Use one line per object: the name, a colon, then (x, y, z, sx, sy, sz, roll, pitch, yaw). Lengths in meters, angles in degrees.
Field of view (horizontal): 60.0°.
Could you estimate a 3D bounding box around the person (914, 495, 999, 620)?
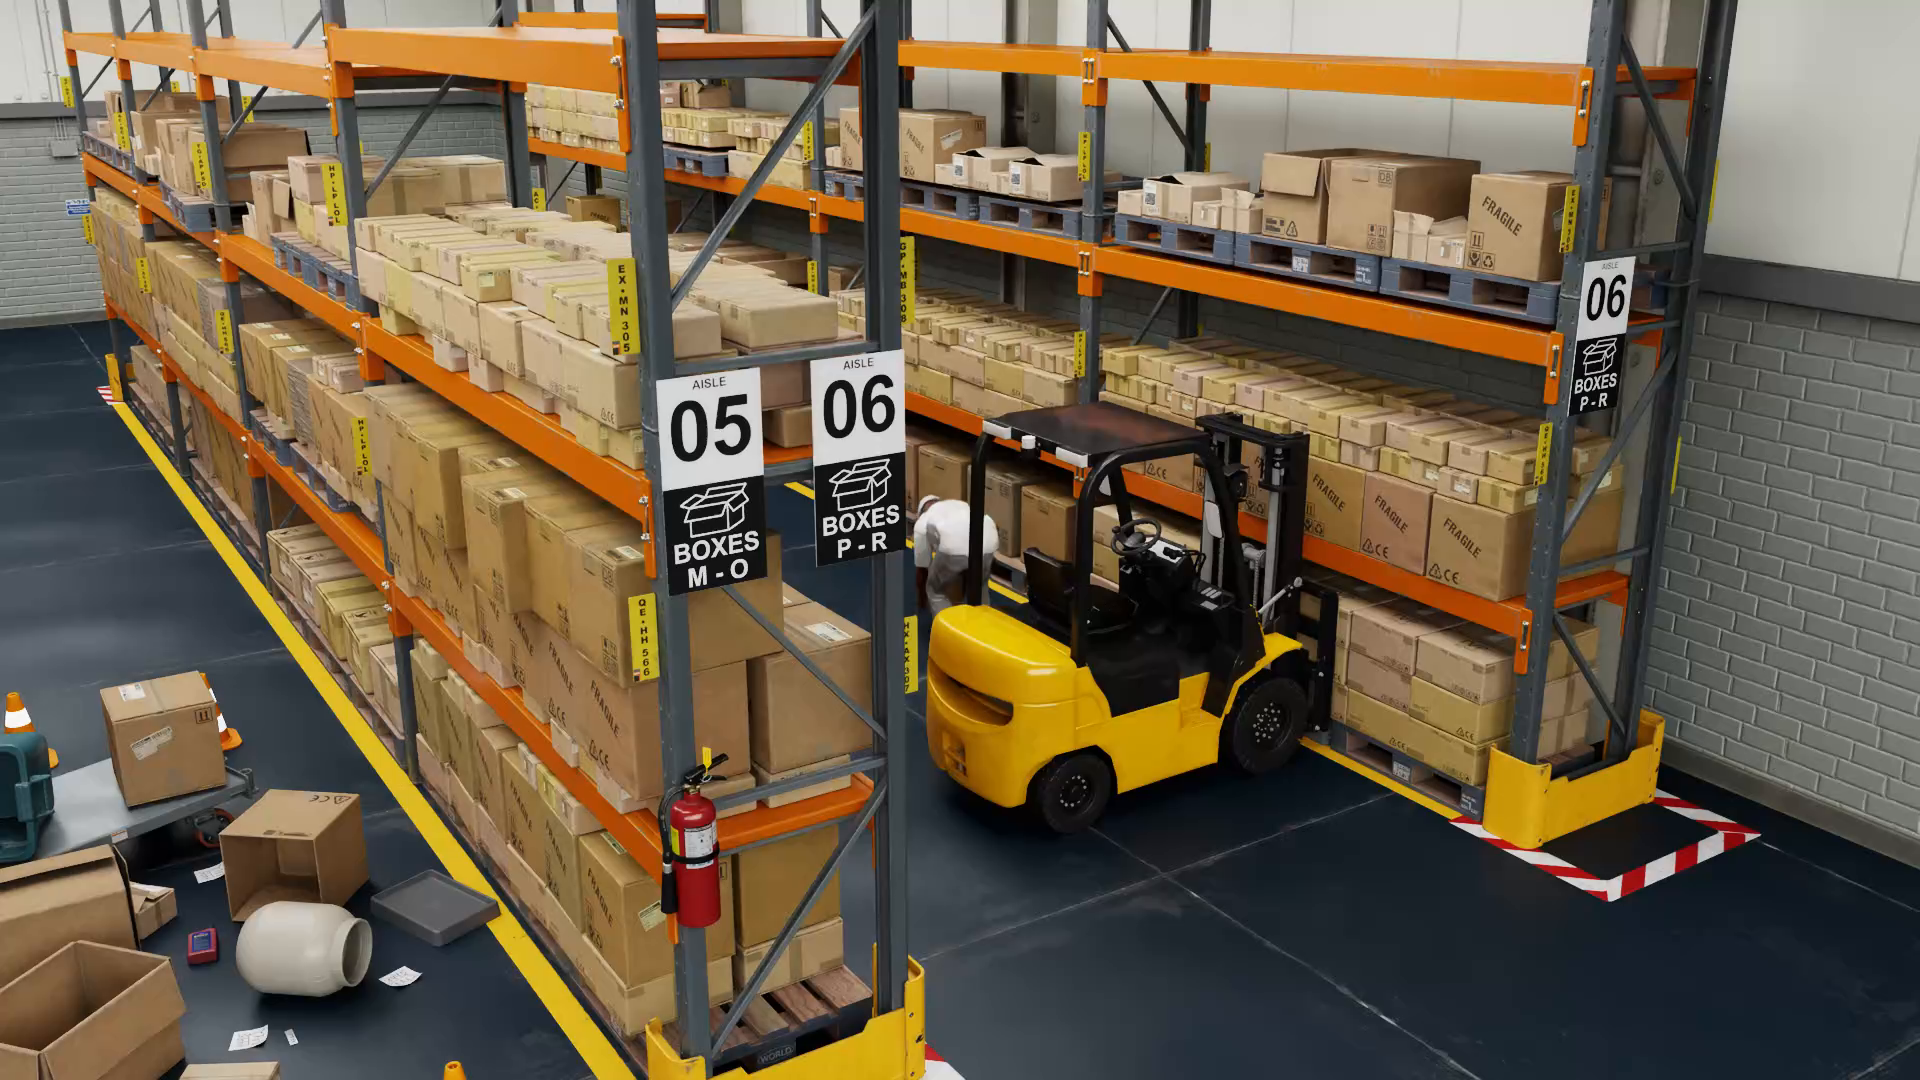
person: (-0.071, 0.233, 11.929, 0.485, 1.064, 0.982, -7, 19, -21)
